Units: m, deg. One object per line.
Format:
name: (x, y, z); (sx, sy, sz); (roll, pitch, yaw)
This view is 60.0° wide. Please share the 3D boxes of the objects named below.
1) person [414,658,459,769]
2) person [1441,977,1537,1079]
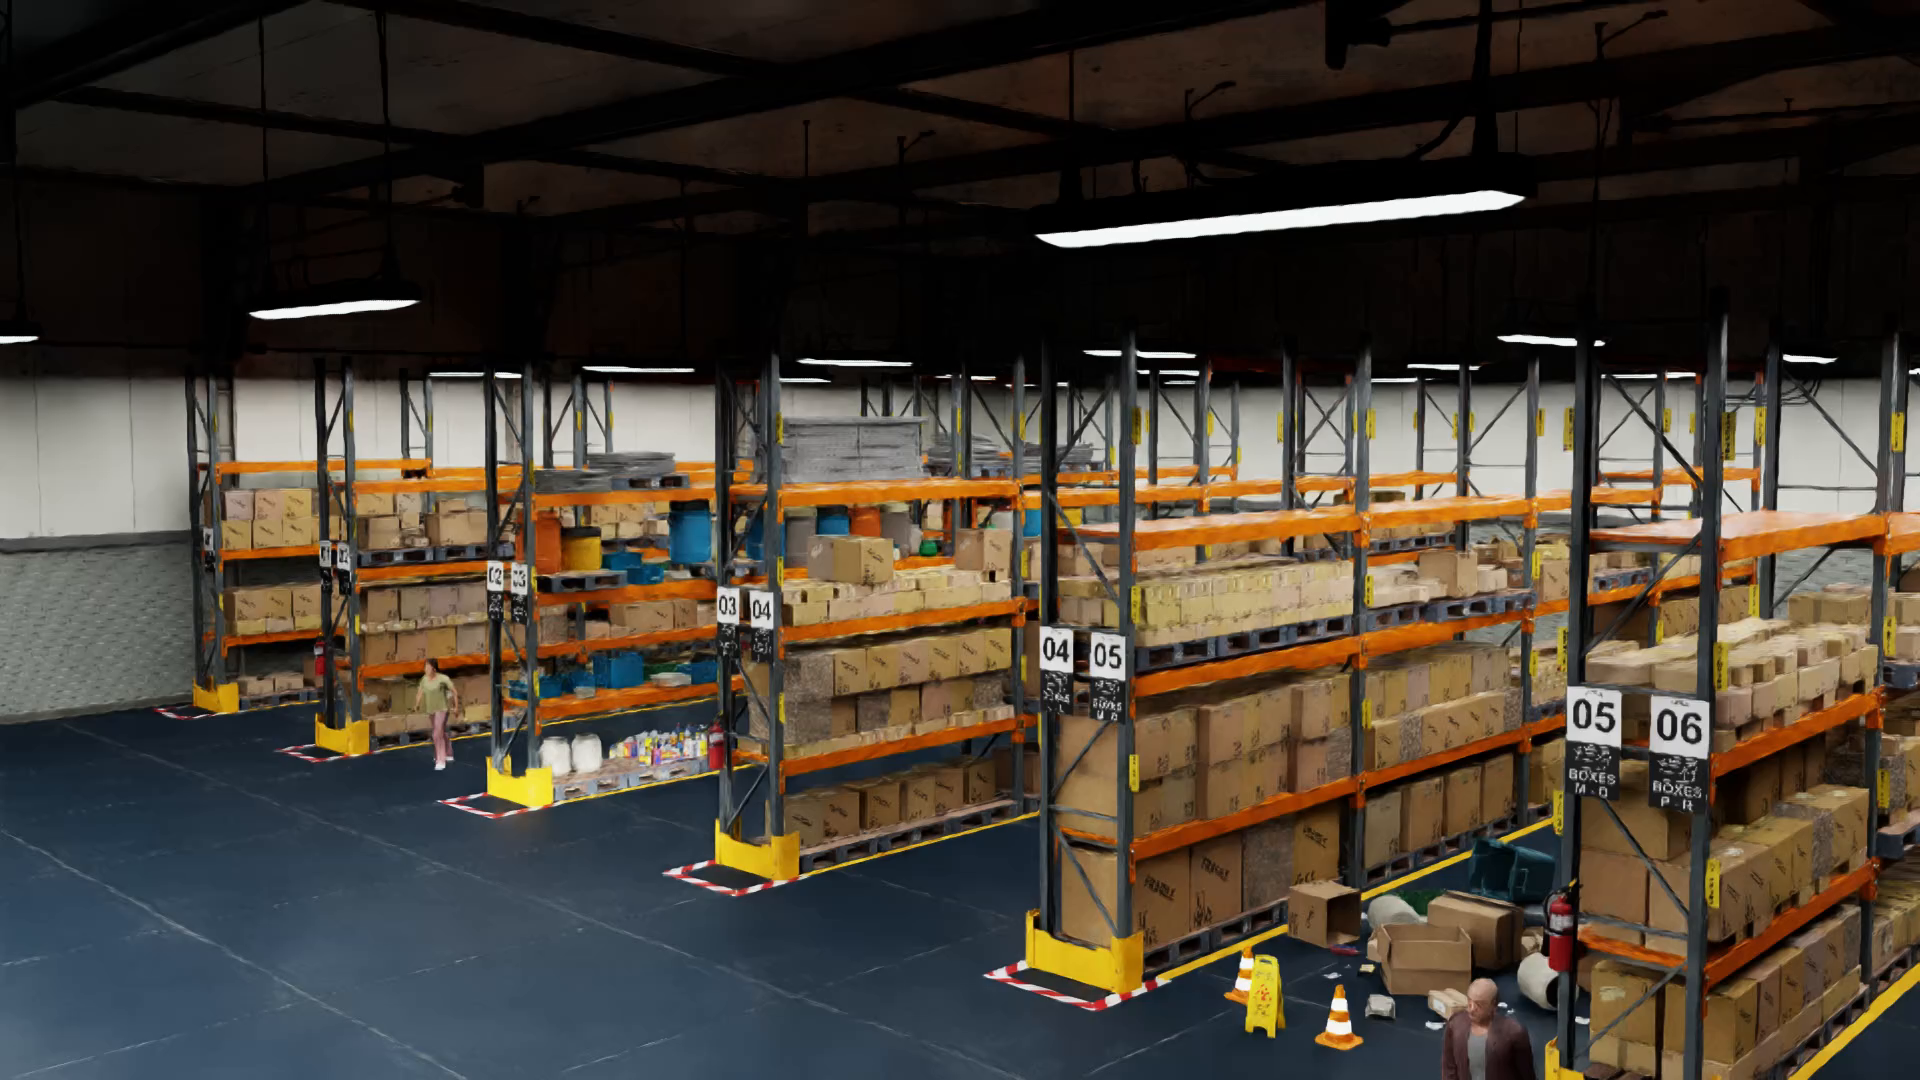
person: (-7.591, 2.499, 24.242); (0.626, 1.610, 0.799); (2, 5, 25)
person: (3.219, 3.514, 10.228); (1.193, 1.698, 0.598); (-4, 6, -43)
